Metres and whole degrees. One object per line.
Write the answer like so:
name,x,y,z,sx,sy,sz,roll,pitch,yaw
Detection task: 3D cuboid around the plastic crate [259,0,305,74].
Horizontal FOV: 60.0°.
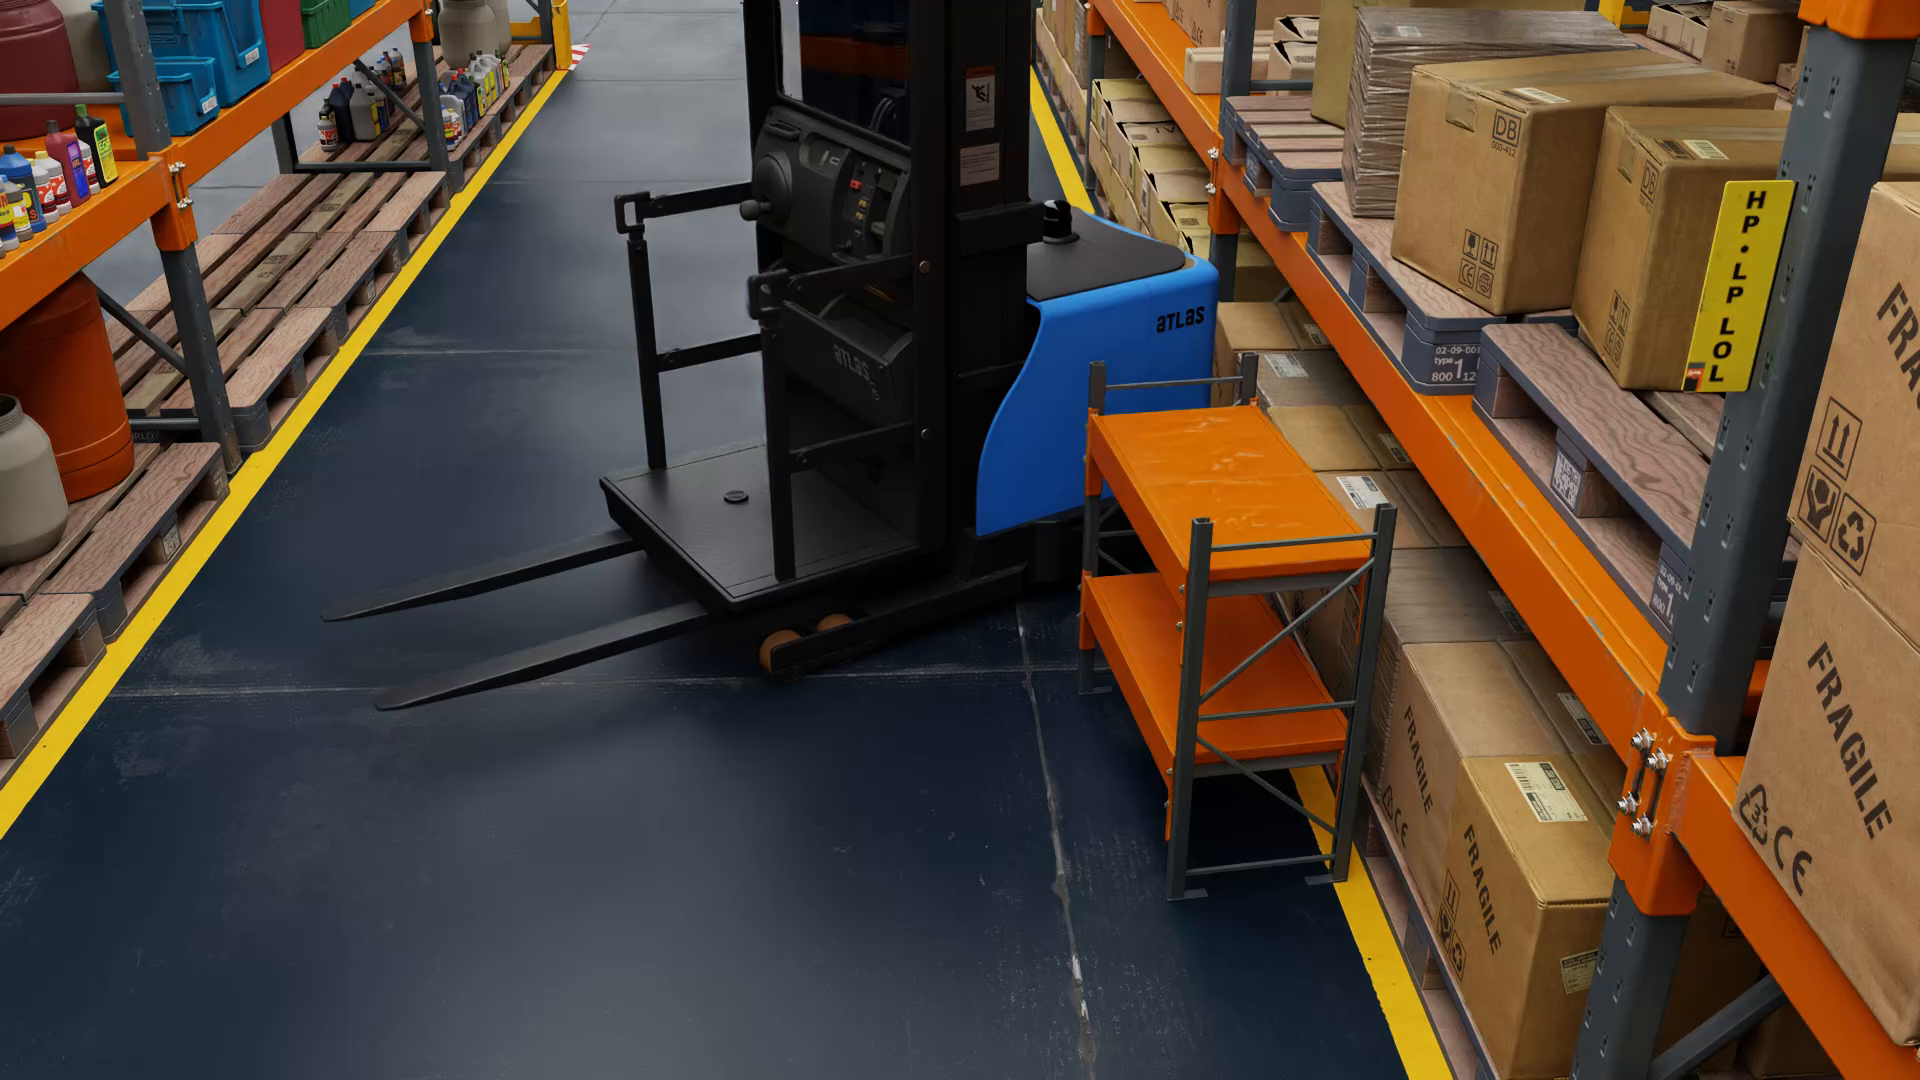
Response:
plastic crate,-3.228,-2.385,7.510,0.402,0.464,0.583,-1,28,-3

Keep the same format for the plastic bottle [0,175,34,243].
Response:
plastic bottle,-2.987,-1.043,5.221,0.097,0.201,0.097,0,28,0

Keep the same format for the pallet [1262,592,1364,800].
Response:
pallet,1.559,0.423,5.210,1.003,0.211,1.213,-1,28,-3

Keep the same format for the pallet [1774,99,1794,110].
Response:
pallet,6.165,-2.762,11.318,1.003,0.211,1.213,-1,28,-3

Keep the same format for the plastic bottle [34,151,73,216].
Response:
plastic bottle,-3.003,-1.178,5.480,0.097,0.201,0.097,0,28,0

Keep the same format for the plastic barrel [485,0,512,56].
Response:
plastic barrel,-3.757,-4.078,13.062,0.421,0.512,0.421,0,28,0

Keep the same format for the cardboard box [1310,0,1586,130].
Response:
cardboard box,1.643,-1.663,5.633,0.700,0.500,0.500,-11,29,-20

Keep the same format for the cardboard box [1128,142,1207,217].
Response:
cardboard box,1.143,-1.877,8.518,0.500,0.311,0.500,-1,28,-1

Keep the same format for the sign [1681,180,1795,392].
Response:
sign,1.152,-0.372,2.467,0.100,0.325,0.005,-1,28,-3

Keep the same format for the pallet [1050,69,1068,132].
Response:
pallet,1.222,-3.265,12.281,1.003,0.211,1.213,-1,28,-3

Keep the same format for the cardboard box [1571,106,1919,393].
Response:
cardboard box,1.805,-0.644,3.679,0.700,0.500,0.500,3,28,5

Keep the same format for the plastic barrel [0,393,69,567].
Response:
plastic barrel,-3.288,-0.202,5.630,0.421,0.512,0.421,0,28,0

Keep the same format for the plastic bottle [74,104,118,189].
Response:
plastic bottle,-3.002,-1.375,5.768,0.061,0.283,0.133,-1,28,-3

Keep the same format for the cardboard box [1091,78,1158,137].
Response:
cardboard box,1.061,-2.587,9.879,0.500,0.311,0.500,-1,28,-2

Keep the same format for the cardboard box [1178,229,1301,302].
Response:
cardboard box,1.224,-1.172,7.167,0.500,0.311,0.500,-1,28,-1

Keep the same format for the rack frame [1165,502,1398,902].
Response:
rack frame,0.795,0.435,4.200,0.500,1.125,0.032,-5,28,-9

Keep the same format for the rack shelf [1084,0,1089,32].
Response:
rack shelf,1.184,-4.173,11.785,1.077,0.370,4.000,-1,28,-3

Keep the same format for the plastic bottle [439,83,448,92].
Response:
plastic bottle,-3.414,-2.882,11.007,0.097,0.271,0.097,0,28,0

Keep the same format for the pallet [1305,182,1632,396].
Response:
pallet,1.603,-0.738,4.628,1.003,0.211,1.213,-1,28,-3

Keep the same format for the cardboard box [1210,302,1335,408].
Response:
cardboard box,1.236,-0.590,6.366,0.500,0.500,0.500,0,28,0

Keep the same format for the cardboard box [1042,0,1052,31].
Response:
cardboard box,0.913,-4.231,12.827,0.500,0.500,0.500,-1,28,-3

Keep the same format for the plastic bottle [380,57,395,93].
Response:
plastic bottle,-4.066,-3.280,11.769,0.097,0.271,0.097,0,28,0

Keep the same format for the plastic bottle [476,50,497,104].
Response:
plastic bottle,-3.328,-3.223,11.574,0.144,0.351,0.185,0,28,-1

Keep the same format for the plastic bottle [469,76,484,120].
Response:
plastic bottle,-3.263,-2.988,11.197,0.061,0.283,0.133,0,28,0

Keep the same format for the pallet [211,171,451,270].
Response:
pallet,-3.579,-1.852,9.573,1.003,0.211,1.213,-1,28,-3

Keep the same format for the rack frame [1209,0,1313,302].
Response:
rack frame,1.497,-1.721,6.306,1.000,3.000,0.127,-1,28,-3

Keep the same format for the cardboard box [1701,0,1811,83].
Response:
cardboard box,5.991,-3.698,12.325,0.700,0.500,0.500,-3,28,-6

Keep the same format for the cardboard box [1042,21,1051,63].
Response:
cardboard box,0.915,-3.898,13.000,0.500,0.250,0.500,-1,28,-3

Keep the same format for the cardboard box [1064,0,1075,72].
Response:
cardboard box,1.001,-3.538,11.499,0.500,0.500,0.500,-1,28,-3

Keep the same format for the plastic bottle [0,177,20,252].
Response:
plastic bottle,-2.982,-1.029,5.119,0.097,0.271,0.097,0,28,0

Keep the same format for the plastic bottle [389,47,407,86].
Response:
plastic bottle,-4.084,-3.438,12.073,0.097,0.271,0.097,0,28,0

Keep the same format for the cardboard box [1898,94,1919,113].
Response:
cardboard box,6.177,-2.875,11.106,0.380,0.166,0.250,-5,28,-9

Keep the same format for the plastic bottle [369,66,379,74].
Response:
plastic bottle,-4.050,-3.140,11.501,0.097,0.271,0.097,0,28,0

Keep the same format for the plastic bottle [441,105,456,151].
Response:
plastic bottle,-3.237,-2.593,10.453,0.097,0.271,0.097,0,28,0

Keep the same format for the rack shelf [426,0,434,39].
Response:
rack shelf,-3.763,-4.055,11.559,1.077,0.370,4.000,-1,28,-3

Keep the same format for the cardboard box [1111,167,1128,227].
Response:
cardboard box,1.117,-1.868,9.106,0.500,0.250,0.500,-2,28,-4

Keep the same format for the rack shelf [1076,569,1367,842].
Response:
rack shelf,0.710,0.420,4.757,0.538,0.278,1.000,-5,28,-9

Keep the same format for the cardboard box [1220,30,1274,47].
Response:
cardboard box,1.374,-2.197,7.490,0.380,0.149,0.250,1,28,1

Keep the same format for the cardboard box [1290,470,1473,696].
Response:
cardboard box,1.322,0.124,4.996,0.500,0.500,0.500,-2,28,-4

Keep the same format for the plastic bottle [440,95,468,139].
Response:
plastic bottle,-3.282,-2.744,10.737,0.152,0.276,0.135,0,28,-1

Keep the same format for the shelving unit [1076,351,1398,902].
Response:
shelving unit,0.710,0.203,4.644,0.538,1.125,1.048,-5,28,-9

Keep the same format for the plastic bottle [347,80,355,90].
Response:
plastic bottle,-4.040,-2.894,11.017,0.061,0.283,0.133,0,28,1

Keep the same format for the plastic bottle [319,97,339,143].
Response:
plastic bottle,-4.013,-2.655,10.558,0.061,0.283,0.133,0,28,0

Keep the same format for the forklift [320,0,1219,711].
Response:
forklift,-0.597,-1.119,5.225,3.031,2.935,1.130,-17,32,-29

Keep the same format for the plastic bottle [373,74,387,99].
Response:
plastic bottle,-3.906,-2.983,11.188,0.061,0.283,0.133,-1,28,-3

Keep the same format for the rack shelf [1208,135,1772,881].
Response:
rack shelf,1.602,-0.478,4.701,1.077,0.370,4.000,-1,28,-3

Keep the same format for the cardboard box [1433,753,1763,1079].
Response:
cardboard box,1.394,0.819,3.664,0.500,0.500,0.500,-2,28,-3

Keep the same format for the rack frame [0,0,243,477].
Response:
rack frame,-3.450,-1.603,6.080,1.000,3.000,0.127,-1,28,-3

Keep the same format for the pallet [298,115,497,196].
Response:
pallet,-3.652,-2.525,10.863,1.003,0.211,1.213,-1,28,-3

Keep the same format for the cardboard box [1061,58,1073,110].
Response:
cardboard box,0.989,-3.206,11.672,0.500,0.250,0.500,-1,28,-3

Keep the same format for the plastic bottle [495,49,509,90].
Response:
plastic bottle,-3.309,-3.397,11.981,0.061,0.283,0.133,-1,28,-1

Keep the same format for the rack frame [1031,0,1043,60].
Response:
rack frame,1.079,-5.415,13.389,1.000,3.000,0.127,-1,28,-3

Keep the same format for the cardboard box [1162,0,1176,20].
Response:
cardboard box,1.340,-3.014,8.677,0.500,0.500,0.500,1,28,1

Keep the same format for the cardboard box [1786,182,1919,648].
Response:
cardboard box,1.450,-0.137,2.079,0.500,0.500,0.500,-1,28,-1
